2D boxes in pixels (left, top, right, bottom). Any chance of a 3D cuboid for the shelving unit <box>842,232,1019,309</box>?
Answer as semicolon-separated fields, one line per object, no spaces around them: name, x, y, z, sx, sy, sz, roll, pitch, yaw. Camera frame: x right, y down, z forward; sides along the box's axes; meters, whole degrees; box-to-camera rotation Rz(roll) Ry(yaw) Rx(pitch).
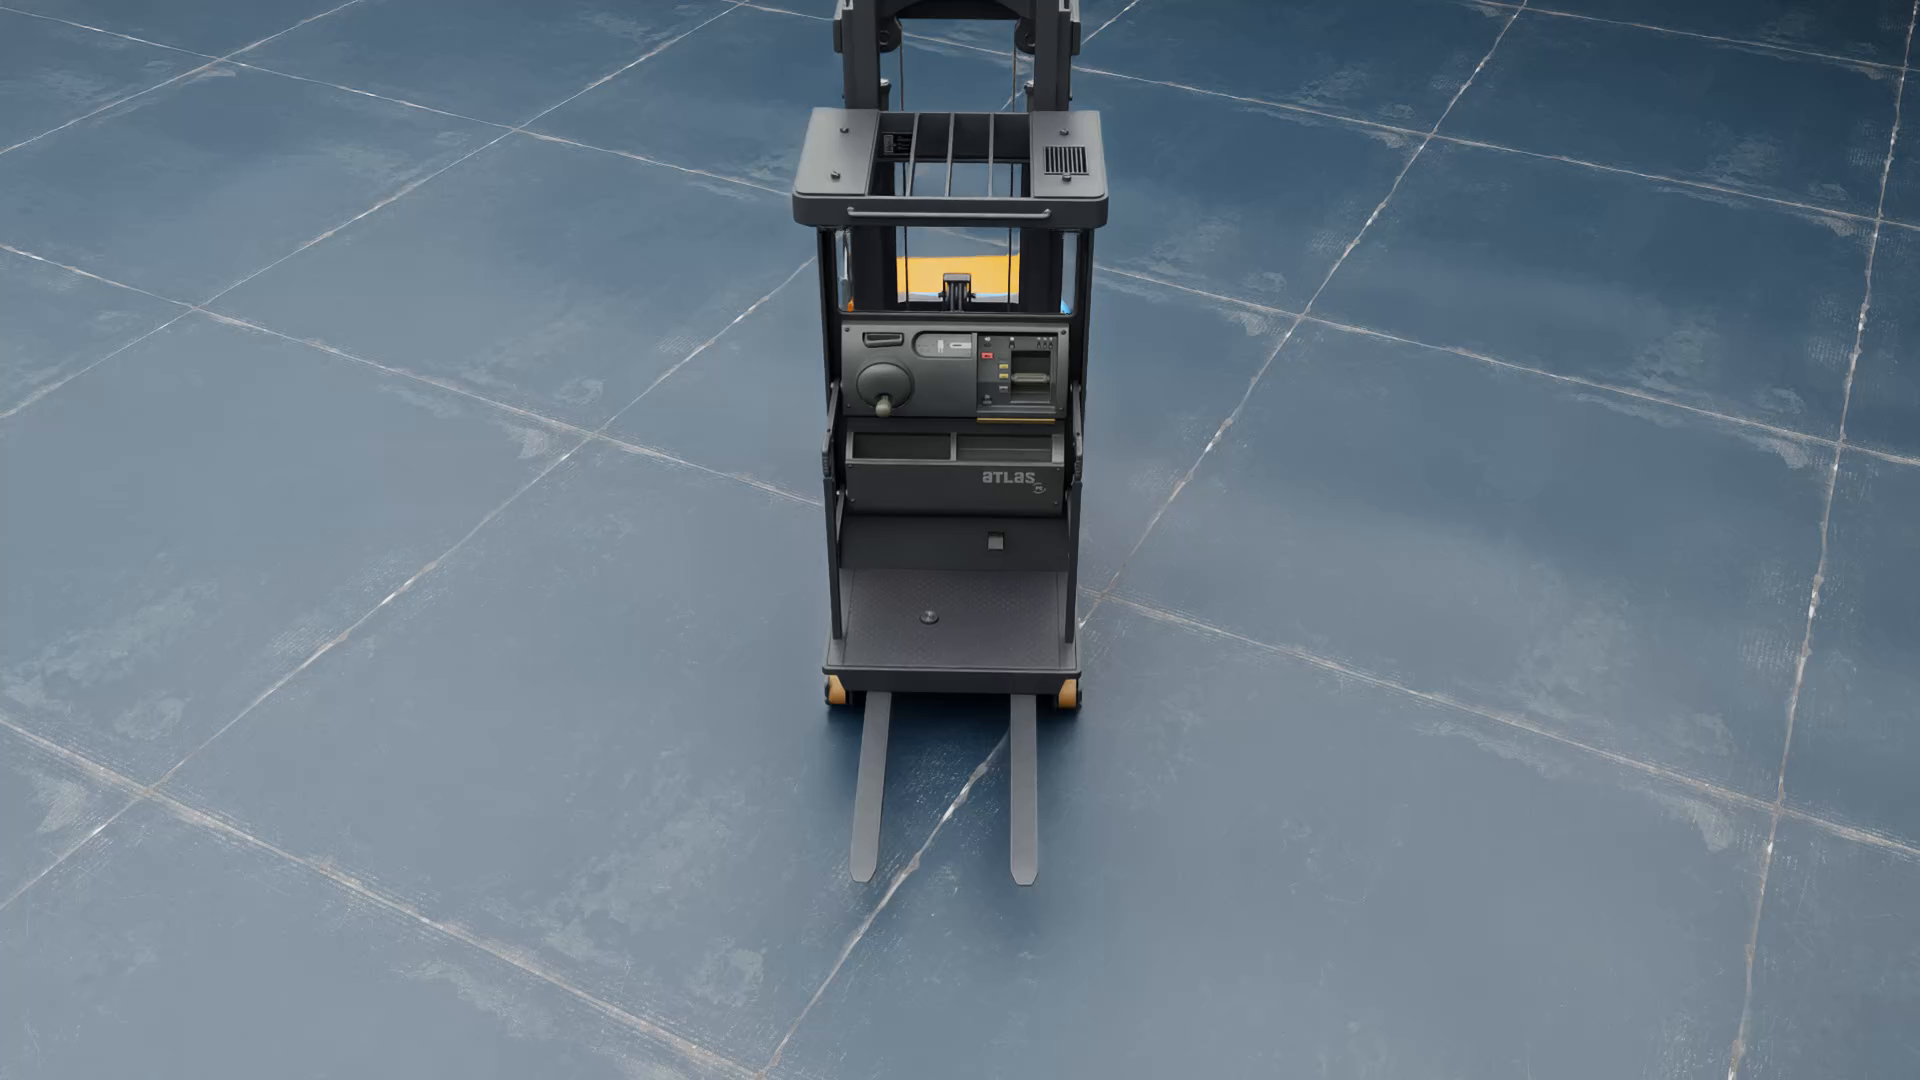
shelving unit;-0.062;-0.985;8.617;1.048;1.125;0.538;-2;37;-2

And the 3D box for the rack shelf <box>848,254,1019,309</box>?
rack shelf;-0.062;-1.218;8.440;1.000;0.278;0.538;-2;37;-2

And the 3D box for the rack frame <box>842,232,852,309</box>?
rack frame;-0.570;-0.969;8.596;0.032;1.125;0.500;-2;37;-2

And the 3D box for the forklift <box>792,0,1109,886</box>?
forklift;-0.024;-0.625;6.649;1.130;2.935;3.031;1;37;1
